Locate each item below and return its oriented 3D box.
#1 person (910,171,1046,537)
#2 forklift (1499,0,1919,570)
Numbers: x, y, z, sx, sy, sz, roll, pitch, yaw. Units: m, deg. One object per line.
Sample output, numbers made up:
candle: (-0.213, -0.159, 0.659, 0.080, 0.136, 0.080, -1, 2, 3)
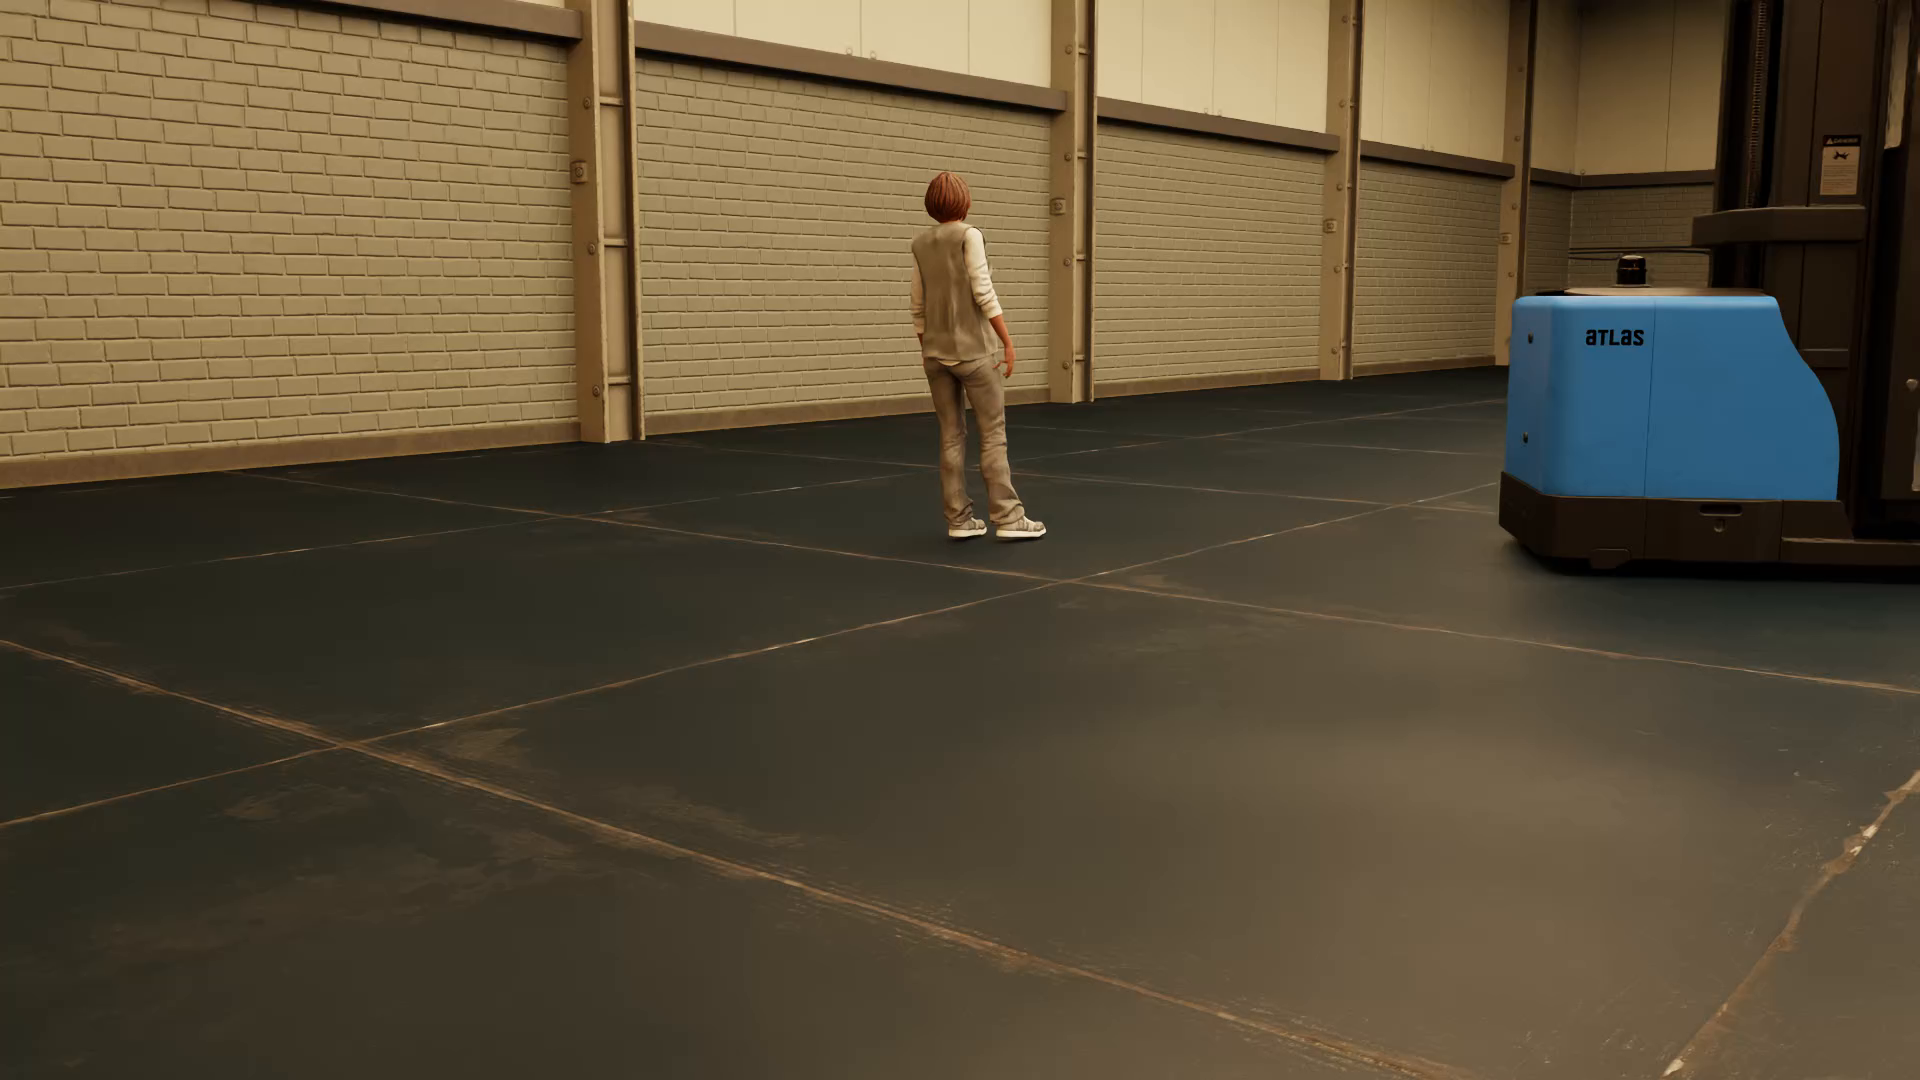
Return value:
person: (0.058, -0.805, 7.337, 0.520, 1.599, 0.473, 7, 11, 38)
forklift: (3.827, -1.355, 6.539, 3.031, 2.935, 1.130, 1, 8, 8)
